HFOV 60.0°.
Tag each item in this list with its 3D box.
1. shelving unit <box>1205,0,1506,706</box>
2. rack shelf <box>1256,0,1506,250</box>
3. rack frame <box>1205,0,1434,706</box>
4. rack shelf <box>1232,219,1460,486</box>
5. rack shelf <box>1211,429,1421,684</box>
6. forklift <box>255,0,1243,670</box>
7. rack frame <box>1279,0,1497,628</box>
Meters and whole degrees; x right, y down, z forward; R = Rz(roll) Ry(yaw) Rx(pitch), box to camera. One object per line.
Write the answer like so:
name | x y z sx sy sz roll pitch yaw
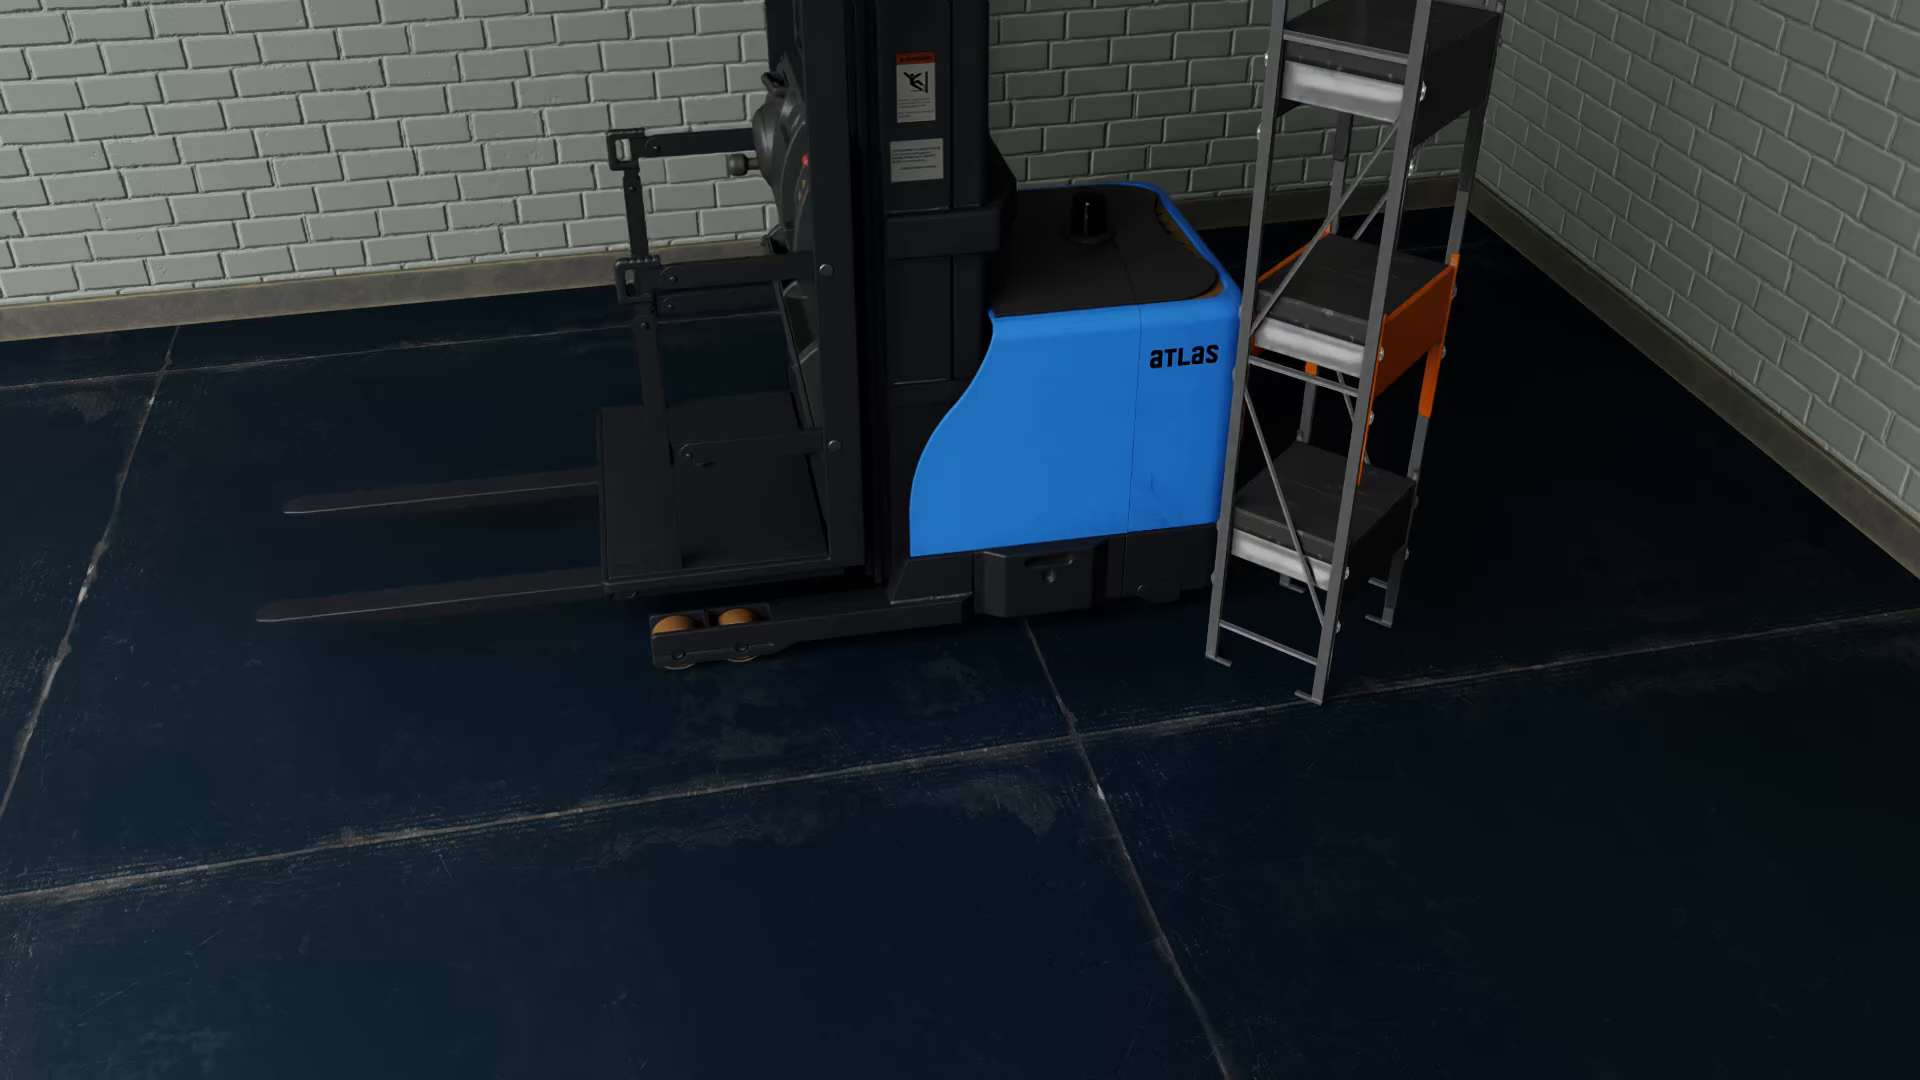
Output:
shelving unit | 1.078 -0.551 4.687 0.431 2.100 0.503 23 40 30
rack shelf | 1.078 -1.121 4.304 0.431 0.518 0.480 23 40 30
rack frame | 0.932 -0.442 4.525 0.400 2.100 0.015 23 40 30
rack shelf | 1.078 -0.540 4.694 0.431 0.518 0.480 23 40 30
rack shelf | 1.078 0.042 5.084 0.431 0.518 0.480 23 40 30
forklift | -0.695 -1.136 4.813 3.031 2.935 1.130 -6 34 -9
rack frame | 1.225 -0.660 4.848 0.400 2.100 0.015 23 40 30
